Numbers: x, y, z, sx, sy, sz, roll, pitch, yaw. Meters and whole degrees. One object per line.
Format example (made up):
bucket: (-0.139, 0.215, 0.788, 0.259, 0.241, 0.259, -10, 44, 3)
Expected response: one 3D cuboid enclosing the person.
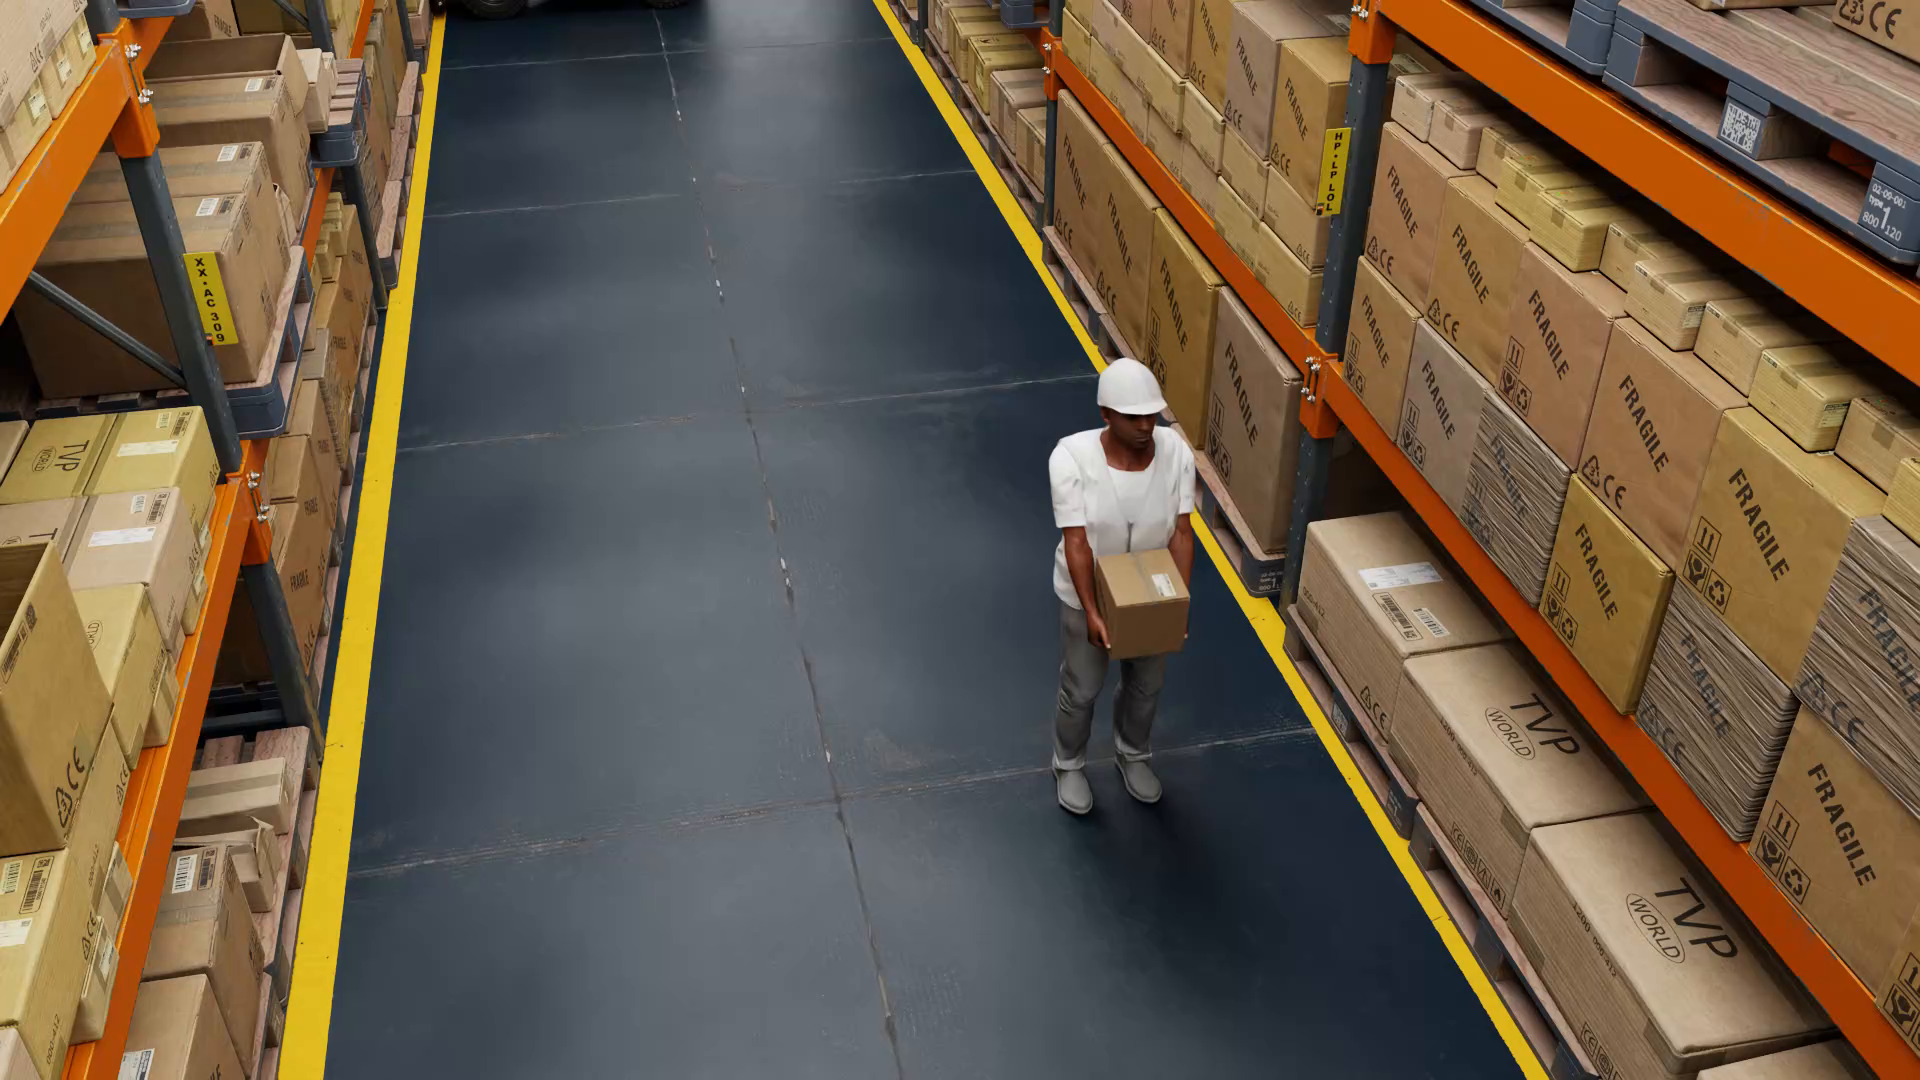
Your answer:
person: (0.578, 0.236, 5.777, 0.504, 1.761, 0.578, -7, 35, -10)
